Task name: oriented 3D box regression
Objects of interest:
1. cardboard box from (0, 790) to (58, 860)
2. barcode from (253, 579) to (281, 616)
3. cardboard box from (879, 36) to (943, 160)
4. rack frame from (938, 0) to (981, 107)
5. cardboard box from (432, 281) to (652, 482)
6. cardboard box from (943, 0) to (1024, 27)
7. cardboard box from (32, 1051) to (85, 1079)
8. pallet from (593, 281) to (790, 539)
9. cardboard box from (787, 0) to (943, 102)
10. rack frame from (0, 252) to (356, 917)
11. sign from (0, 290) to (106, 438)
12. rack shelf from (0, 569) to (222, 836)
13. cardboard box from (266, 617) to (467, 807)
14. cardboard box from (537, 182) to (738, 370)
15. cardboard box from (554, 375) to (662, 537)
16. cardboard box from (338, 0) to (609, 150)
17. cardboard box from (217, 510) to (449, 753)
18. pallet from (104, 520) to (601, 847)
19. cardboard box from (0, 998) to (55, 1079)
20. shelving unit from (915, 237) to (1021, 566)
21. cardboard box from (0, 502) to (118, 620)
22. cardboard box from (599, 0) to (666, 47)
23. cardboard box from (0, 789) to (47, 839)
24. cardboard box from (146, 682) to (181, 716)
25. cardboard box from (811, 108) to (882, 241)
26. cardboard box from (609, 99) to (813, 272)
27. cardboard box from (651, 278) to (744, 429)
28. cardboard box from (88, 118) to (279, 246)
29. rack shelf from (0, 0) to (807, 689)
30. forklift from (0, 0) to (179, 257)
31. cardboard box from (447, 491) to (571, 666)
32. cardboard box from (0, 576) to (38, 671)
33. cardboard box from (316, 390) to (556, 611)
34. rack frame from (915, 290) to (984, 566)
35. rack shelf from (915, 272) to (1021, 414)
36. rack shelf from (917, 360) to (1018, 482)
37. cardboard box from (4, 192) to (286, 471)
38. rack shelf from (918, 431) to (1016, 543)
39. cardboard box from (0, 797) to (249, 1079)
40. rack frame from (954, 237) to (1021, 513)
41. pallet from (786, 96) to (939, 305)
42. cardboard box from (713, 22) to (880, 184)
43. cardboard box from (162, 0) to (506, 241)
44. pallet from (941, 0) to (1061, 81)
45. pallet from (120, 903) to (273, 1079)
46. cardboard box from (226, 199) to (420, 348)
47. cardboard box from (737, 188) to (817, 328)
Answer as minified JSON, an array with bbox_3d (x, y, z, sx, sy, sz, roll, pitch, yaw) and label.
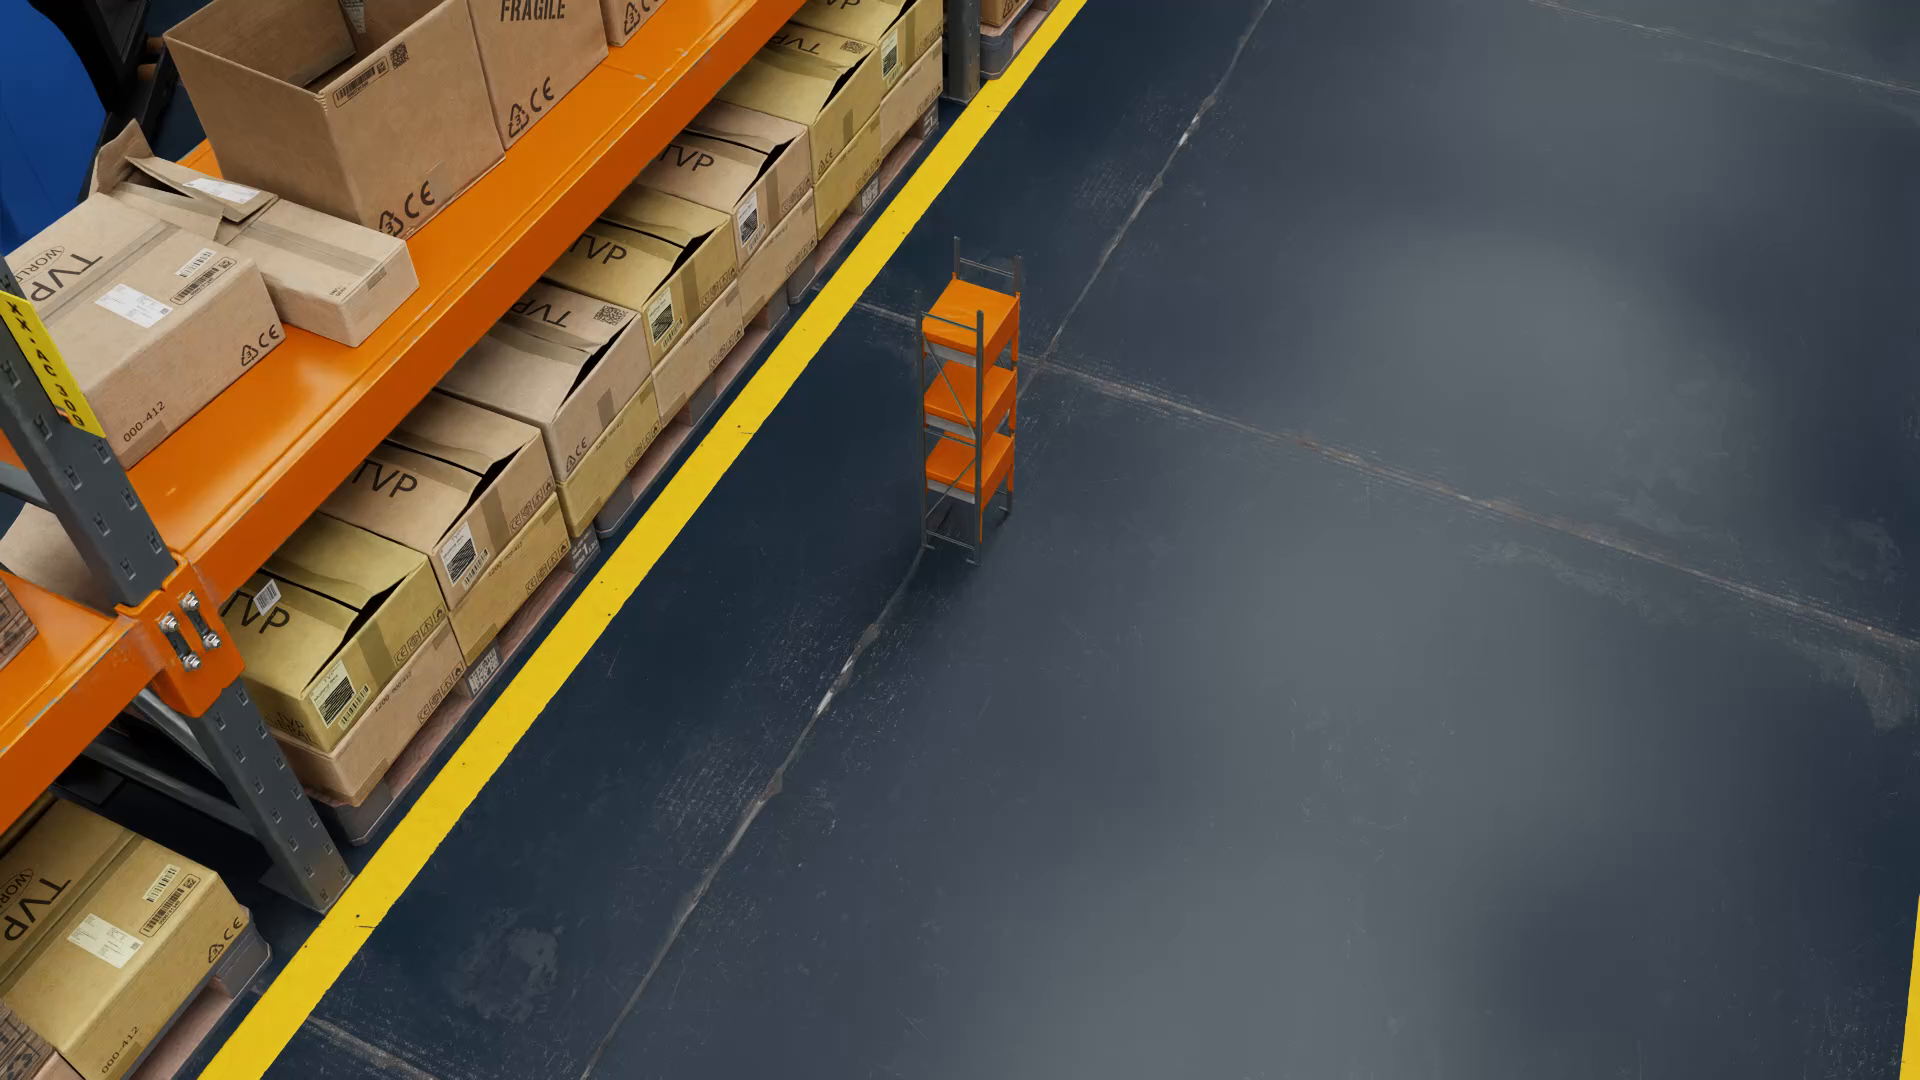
[{"bbox_3d":[-2.577,0.794,4.134,0.500,0.250,0.500,20,52,16],"label":"cardboard box"},{"bbox_3d":[-1.619,0.135,3.888,0.001,0.075,0.075,20,52,16],"label":"barcode"},{"bbox_3d":[-0.400,-1.739,6.290,0.500,0.250,0.500,21,53,17],"label":"cardboard box"},{"bbox_3d":[-0.396,-2.936,5.778,1.000,3.000,0.127,20,52,16],"label":"rack frame"},{"bbox_3d":[-1.264,-0.511,4.877,0.500,0.311,0.500,18,52,15],"label":"cardboard box"},{"bbox_3d":[0.057,-2.489,6.750,0.500,0.500,0.500,22,53,18],"label":"cardboard box"},{"bbox_3d":[-2.328,1.305,3.700,0.500,0.250,0.500,20,52,16],"label":"cardboard box"},{"bbox_3d":[-1.305,-0.641,5.657,1.003,0.211,1.213,20,52,16],"label":"pallet"},{"bbox_3d":[-0.397,-1.922,6.077,0.500,0.311,0.500,21,53,17],"label":"cardboard box"},{"bbox_3d":[-2.105,-0.181,3.435,1.000,3.000,0.127,20,52,16],"label":"rack frame"},{"bbox_3d":[-1.602,-0.308,2.922,0.100,0.325,0.005,20,52,16],"label":"sign"},{"bbox_3d":[-2.959,1.429,2.537,1.077,0.370,4.000,20,52,16],"label":"rack shelf"},{"bbox_3d":[-1.709,0.377,4.490,0.500,0.250,0.500,19,52,15],"label":"cardboard box"},{"bbox_3d":[-1.047,-0.871,5.183,0.500,0.311,0.500,21,53,17],"label":"cardboard box"},{"bbox_3d":[-1.270,-0.333,5.093,0.500,0.250,0.500,18,52,15],"label":"cardboard box"},{"bbox_3d":[-1.323,-1.445,4.444,0.500,0.500,0.500,20,52,16],"label":"cardboard box"},{"bbox_3d":[-1.703,0.188,4.282,0.500,0.311,0.500,20,52,16],"label":"cardboard box"},{"bbox_3d":[-1.825,0.202,4.939,1.003,0.211,1.213,20,52,16],"label":"pallet"},{"bbox_3d":[-2.330,1.062,3.414,0.500,0.500,0.500,20,52,16],"label":"cardboard box"},{"bbox_3d":[0.023,-0.377,4.882,0.215,1.050,0.252,20,52,16],"label":"shelving unit"},{"bbox_3d":[-2.191,0.020,4.425,0.500,0.311,0.500,20,52,16],"label":"cardboard box"},{"bbox_3d":[-1.098,-1.807,4.753,0.500,0.500,0.500,17,52,14],"label":"cardboard box"},{"bbox_3d":[-2.586,0.548,3.851,0.500,0.500,0.500,20,52,16],"label":"cardboard box"},{"bbox_3d":[-2.190,0.194,4.645,0.500,0.250,0.500,19,52,16],"label":"cardboard box"},{"bbox_3d":[-0.617,-1.383,5.987,0.500,0.250,0.500,19,52,16],"label":"cardboard box"},{"bbox_3d":[-0.831,-1.215,5.476,0.500,0.311,0.500,19,52,16],"label":"cardboard box"},{"bbox_3d":[-1.052,-0.683,5.391,0.500,0.250,0.500,21,53,17],"label":"cardboard box"},{"bbox_3d":[-1.895,-0.803,4.052,0.396,0.266,0.258,19,52,15],"label":"cardboard box"},{"bbox_3d":[-1.250,-1.325,4.881,1.077,0.370,4.000,20,52,16],"label":"rack shelf"},{"bbox_3d":[-3.739,-2.628,5.562,1.130,2.935,3.031,-5,50,-5],"label":"forklift"},{"bbox_3d":[-1.489,0.025,4.789,0.500,0.250,0.500,21,53,17],"label":"cardboard box"},{"bbox_3d":[-2.289,0.094,3.135,0.700,0.500,0.500,19,52,15],"label":"cardboard box"},{"bbox_3d":[-1.484,-0.155,4.573,0.500,0.311,0.500,19,52,16],"label":"cardboard box"},{"bbox_3d":[-0.029,-0.293,4.810,0.200,1.050,0.008,20,52,16],"label":"rack frame"},{"bbox_3d":[0.023,-0.554,4.673,0.215,0.259,0.240,20,52,16],"label":"rack shelf"},{"bbox_3d":[0.023,-0.370,4.890,0.215,0.259,0.240,20,52,16],"label":"rack shelf"},{"bbox_3d":[-1.934,-0.486,3.792,0.500,0.250,0.500,23,53,18],"label":"cardboard box"},{"bbox_3d":[0.023,-0.190,5.101,0.215,0.259,0.240,20,52,16],"label":"rack shelf"},{"bbox_3d":[-2.105,0.964,3.990,0.500,0.250,0.500,20,52,16],"label":"cardboard box"},{"bbox_3d":[0.075,-0.461,4.953,0.200,1.050,0.008,20,52,16],"label":"rack frame"},{"bbox_3d":[-0.783,-1.478,6.369,1.003,0.211,1.213,20,52,16],"label":"pallet"},{"bbox_3d":[-0.613,-1.562,5.771,0.500,0.311,0.500,19,52,16],"label":"cardboard box"},{"bbox_3d":[-1.537,-1.100,4.151,0.500,0.500,0.500,23,53,19],"label":"cardboard box"},{"bbox_3d":[-0.043,-2.534,7.267,1.003,0.211,1.213,20,52,16],"label":"pallet"},{"bbox_3d":[-2.483,1.256,4.042,1.003,0.211,1.213,20,52,16],"label":"pallet"},{"bbox_3d":[-1.541,-0.644,3.993,0.380,0.149,0.250,20,52,16],"label":"cardboard box"},{"bbox_3d":[-0.835,-1.038,5.693,0.500,0.250,0.500,21,53,17],"label":"cardboard box"}]
